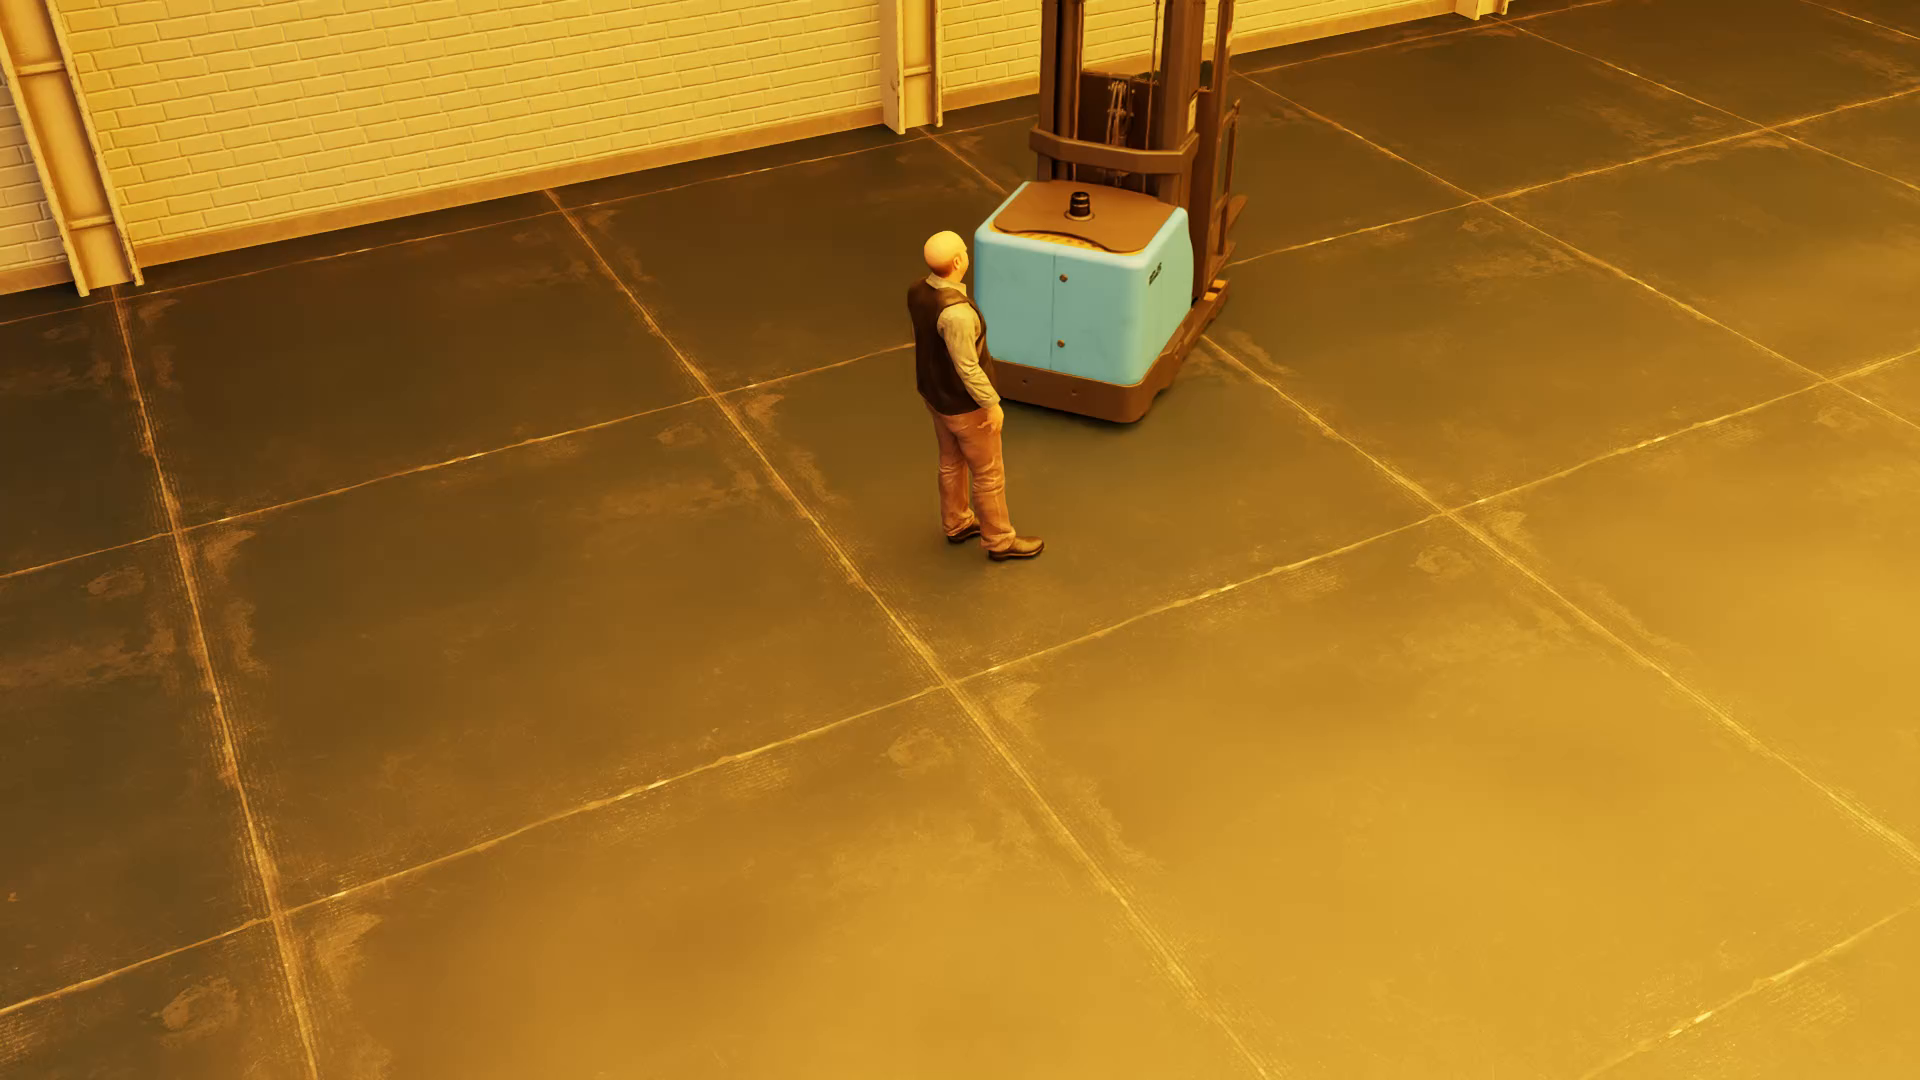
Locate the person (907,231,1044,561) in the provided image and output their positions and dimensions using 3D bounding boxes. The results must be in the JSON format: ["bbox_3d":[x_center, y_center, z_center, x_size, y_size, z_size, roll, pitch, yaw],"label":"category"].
[{"bbox_3d":[0.058,-0.721,8.179,0.568,1.720,0.632,-17,39,-23],"label":"person"}]

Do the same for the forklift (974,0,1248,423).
[{"bbox_3d":[1.112,-2.707,9.953,1.130,2.935,3.031,14,38,19],"label":"forklift"}]
